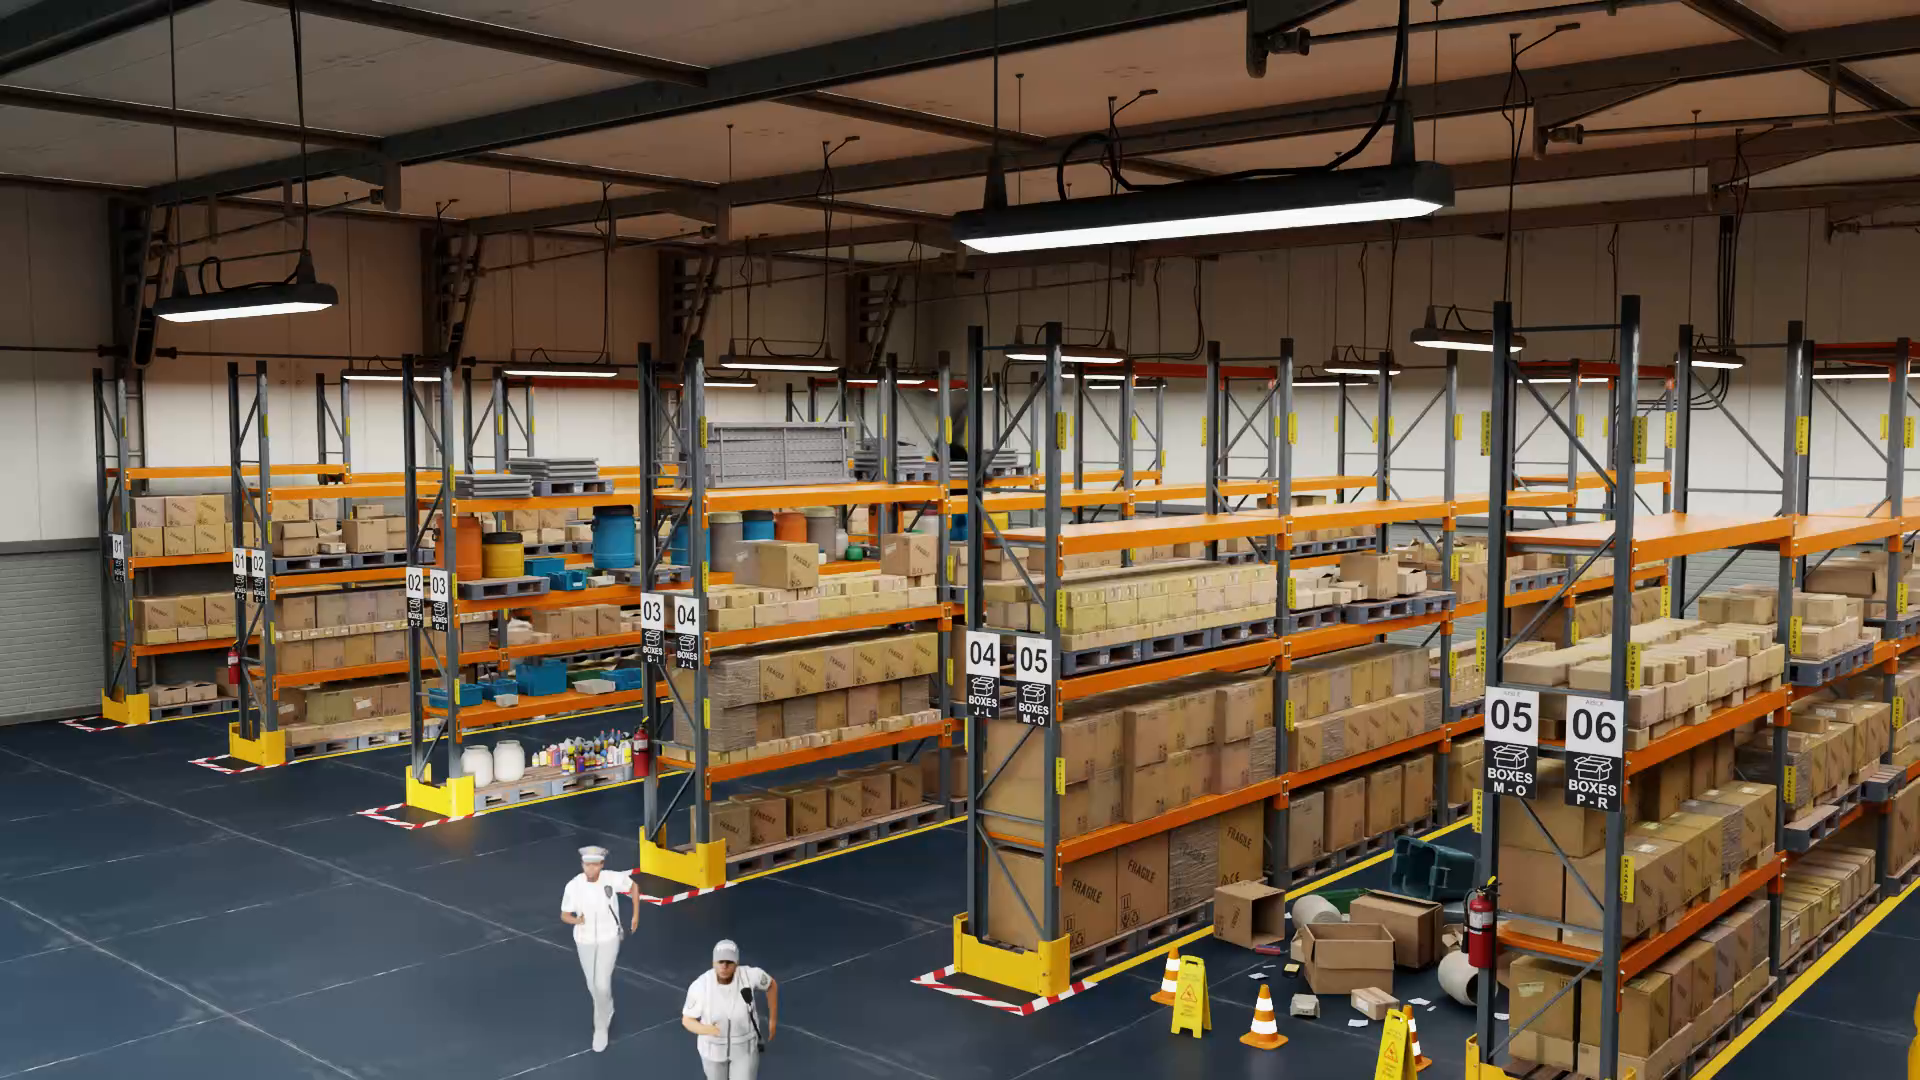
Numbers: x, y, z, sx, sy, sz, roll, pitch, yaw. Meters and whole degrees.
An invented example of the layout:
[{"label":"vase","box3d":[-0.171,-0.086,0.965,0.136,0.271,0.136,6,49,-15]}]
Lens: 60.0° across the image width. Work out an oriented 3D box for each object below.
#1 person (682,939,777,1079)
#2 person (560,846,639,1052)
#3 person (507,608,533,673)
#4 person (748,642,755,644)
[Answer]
[{"label":"person","box3d":[-1.563,3.516,11.321,0.626,1.703,0.828,0,4,-4]},{"label":"person","box3d":[-2.972,3.321,13.726,0.601,1.699,0.816,0,4,-3]},{"label":"person","box3d":[-8.202,2.056,30.534,0.653,1.704,0.786,4,6,41]},{"label":"person","box3d":[-3.527,2.241,28.838,0.576,1.604,0.592,4,6,42]}]
